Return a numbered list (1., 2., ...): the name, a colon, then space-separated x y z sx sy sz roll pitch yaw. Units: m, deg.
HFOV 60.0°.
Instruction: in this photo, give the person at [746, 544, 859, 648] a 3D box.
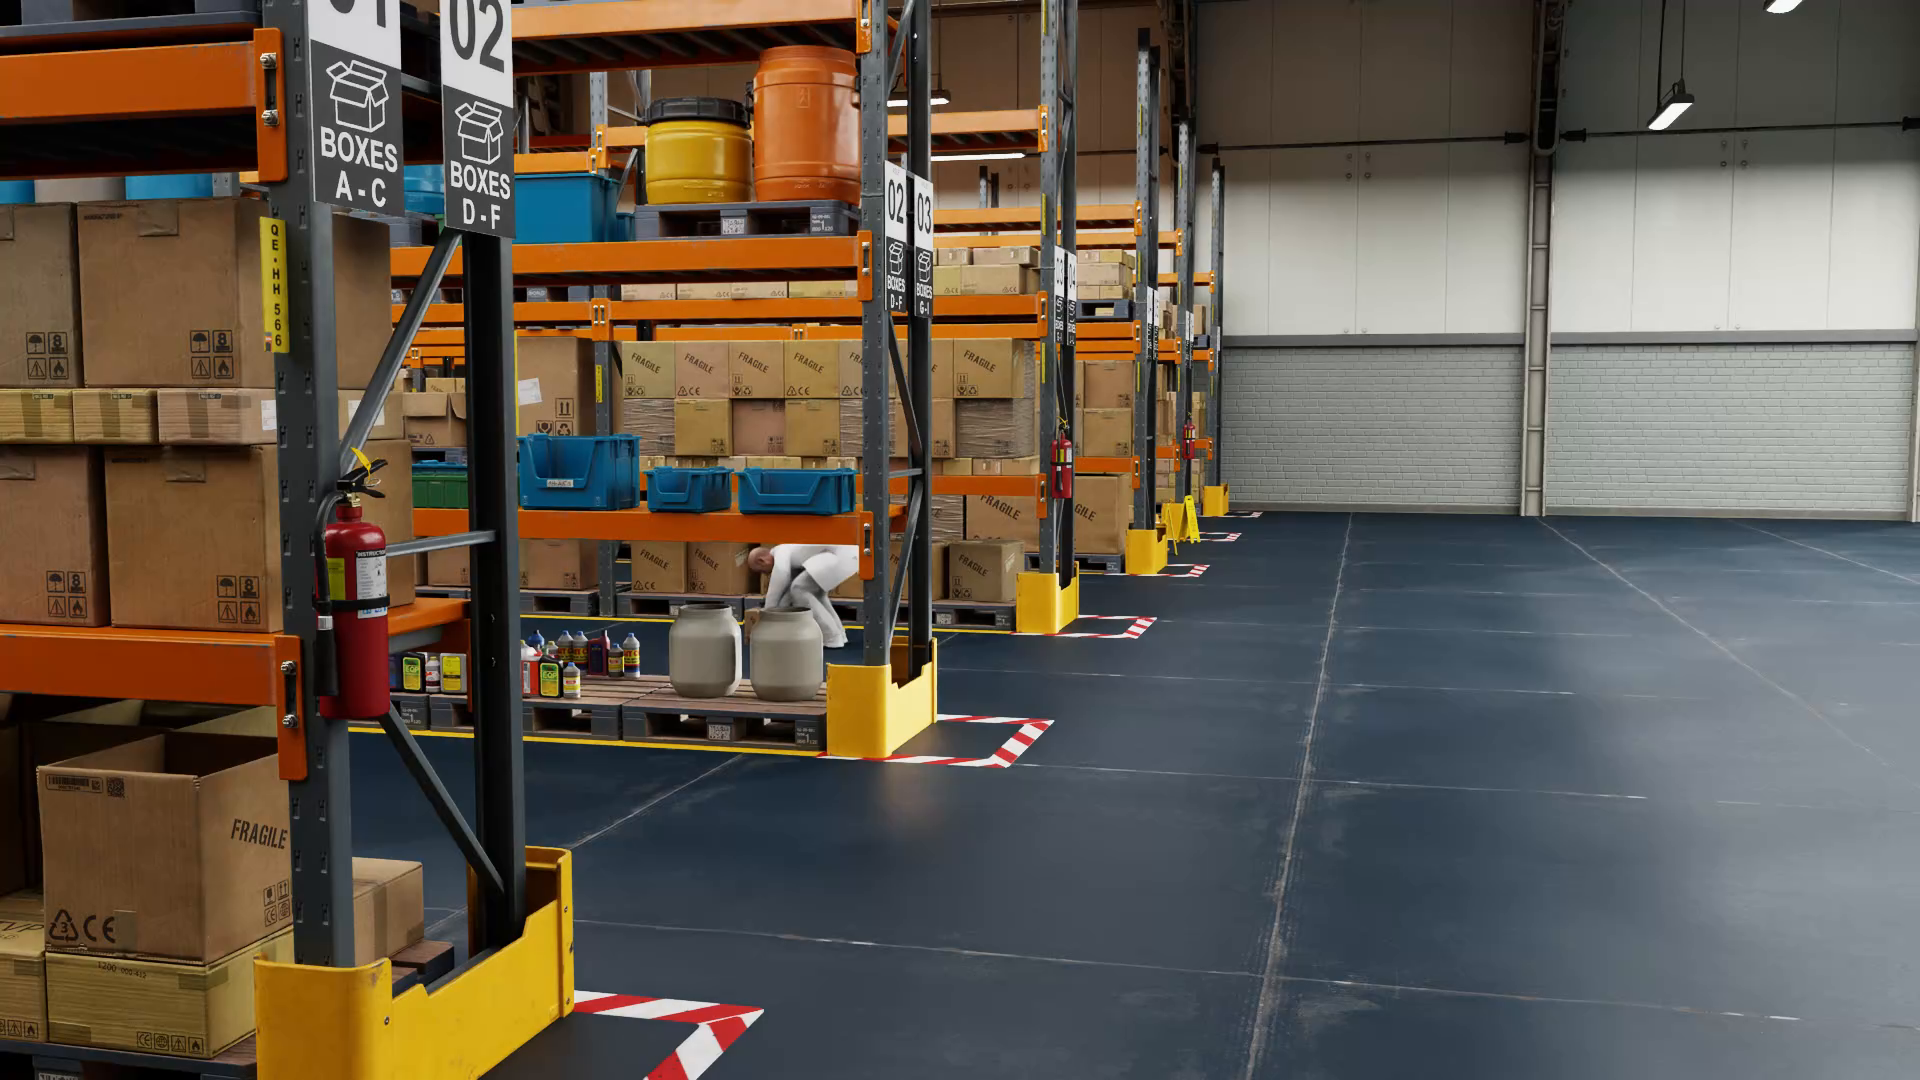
1. person: -1.216 0.358 13.125 0.946 0.952 0.590 1 5 11
